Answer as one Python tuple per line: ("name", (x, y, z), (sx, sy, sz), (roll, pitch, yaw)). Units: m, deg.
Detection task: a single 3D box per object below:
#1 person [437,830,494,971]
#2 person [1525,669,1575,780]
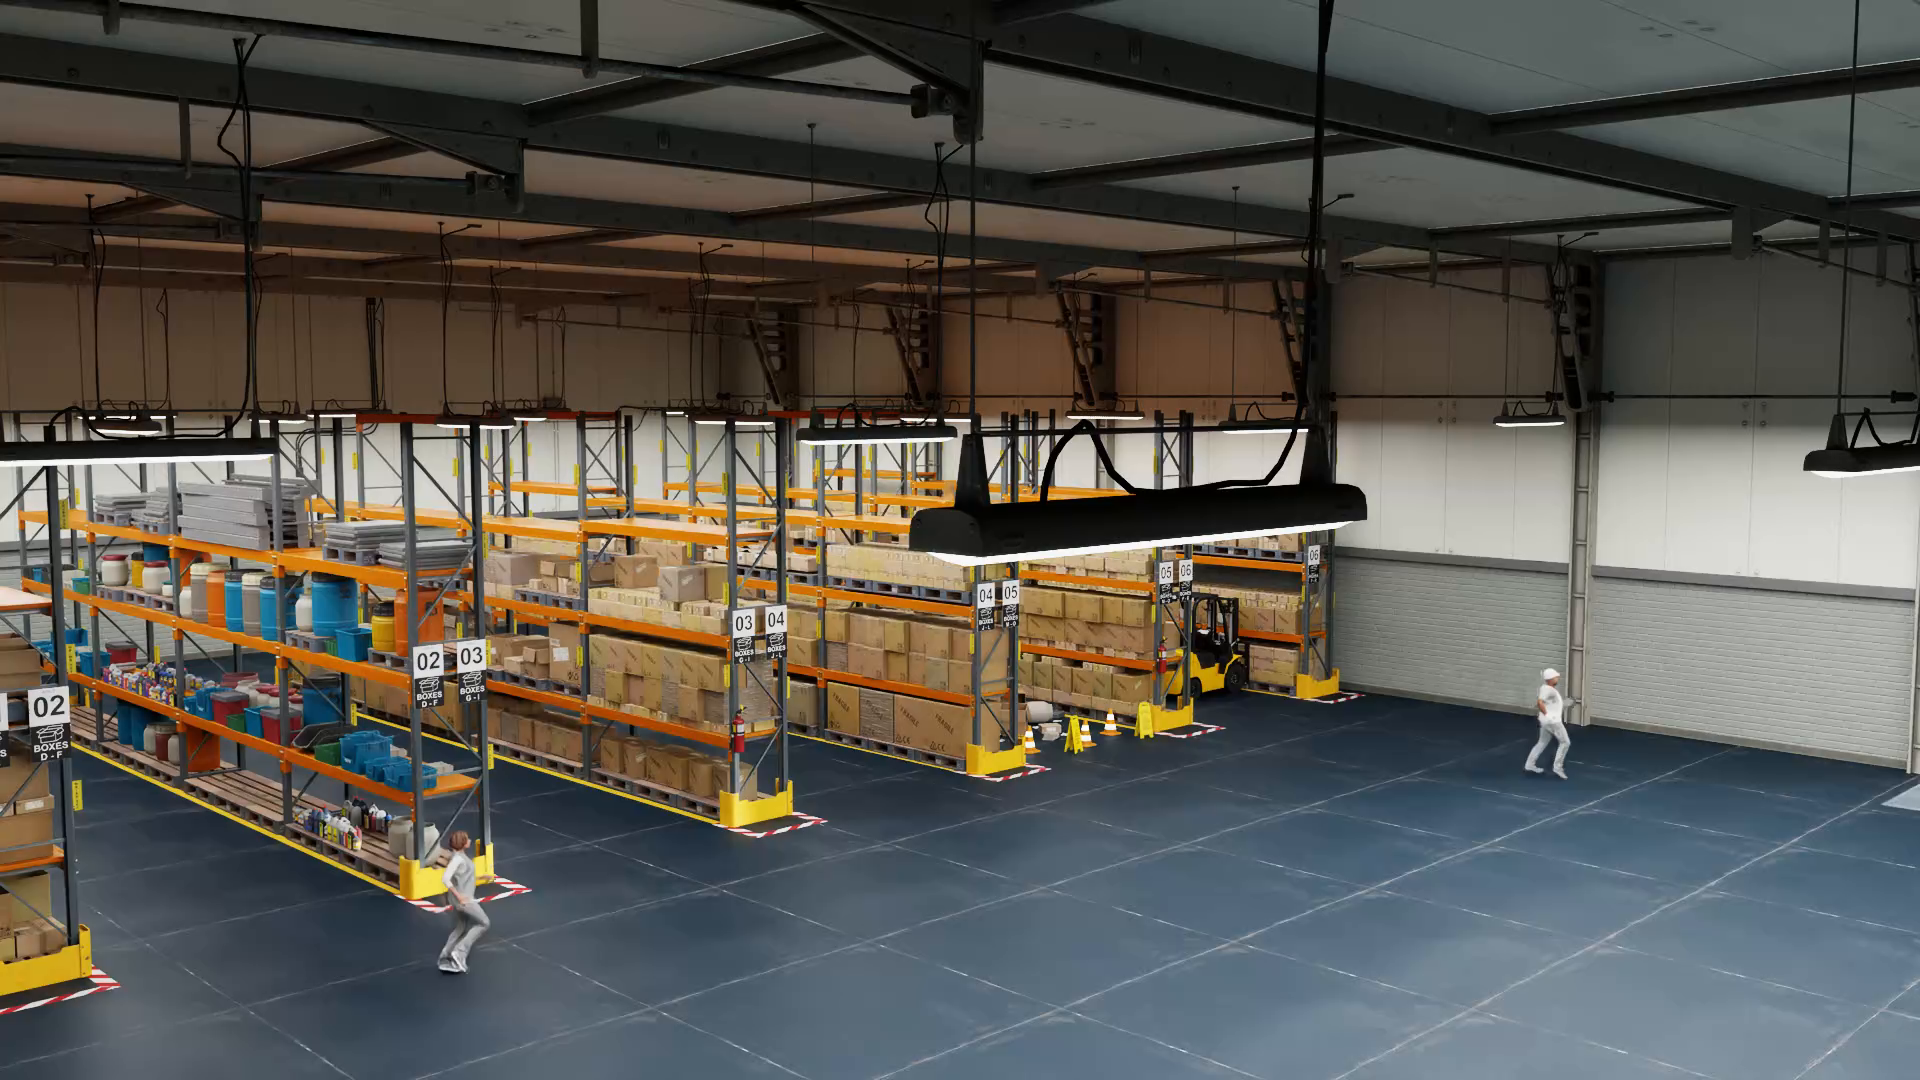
("person", (-5.419, 3.950, 18.213), (0.621, 1.565, 0.517), (-2, 5, -23))
("person", (9.791, 3.050, 27.553), (0.770, 1.841, 0.657), (0, 5, 4))
